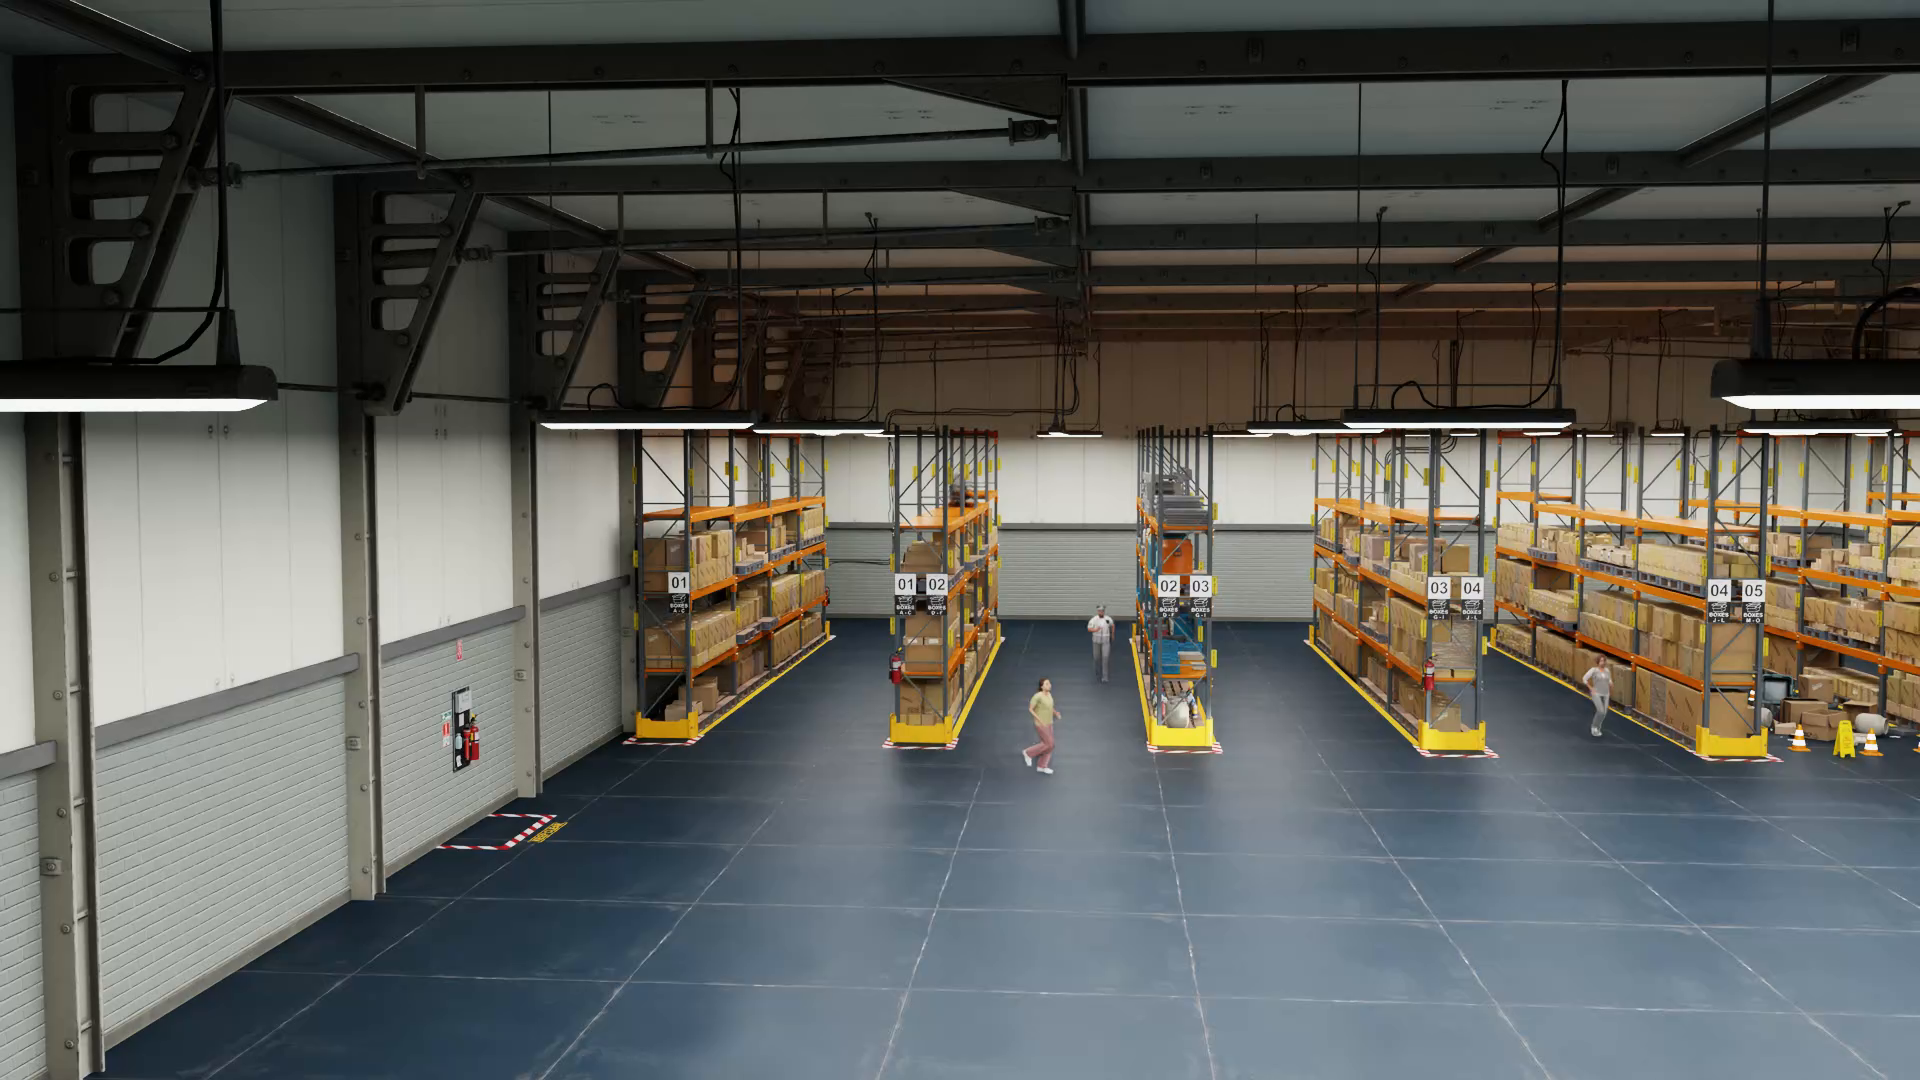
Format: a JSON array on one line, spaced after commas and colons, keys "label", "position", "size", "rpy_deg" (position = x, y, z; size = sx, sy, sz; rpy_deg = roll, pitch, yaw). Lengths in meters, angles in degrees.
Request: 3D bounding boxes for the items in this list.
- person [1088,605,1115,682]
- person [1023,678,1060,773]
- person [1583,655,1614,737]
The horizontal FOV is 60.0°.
[{"label": "person", "position": [3.372, 2.427, 39.670], "size": [0.656, 1.788, 0.964], "rpy_deg": [0, 3, 4]}, {"label": "person", "position": [1.429, 3.195, 28.733], "size": [0.586, 1.623, 0.574], "rpy_deg": [2, 4, 35]}, {"label": "person", "position": [12.315, 3.004, 31.954], "size": [0.522, 1.569, 0.592], "rpy_deg": [0, 3, -8]}]
